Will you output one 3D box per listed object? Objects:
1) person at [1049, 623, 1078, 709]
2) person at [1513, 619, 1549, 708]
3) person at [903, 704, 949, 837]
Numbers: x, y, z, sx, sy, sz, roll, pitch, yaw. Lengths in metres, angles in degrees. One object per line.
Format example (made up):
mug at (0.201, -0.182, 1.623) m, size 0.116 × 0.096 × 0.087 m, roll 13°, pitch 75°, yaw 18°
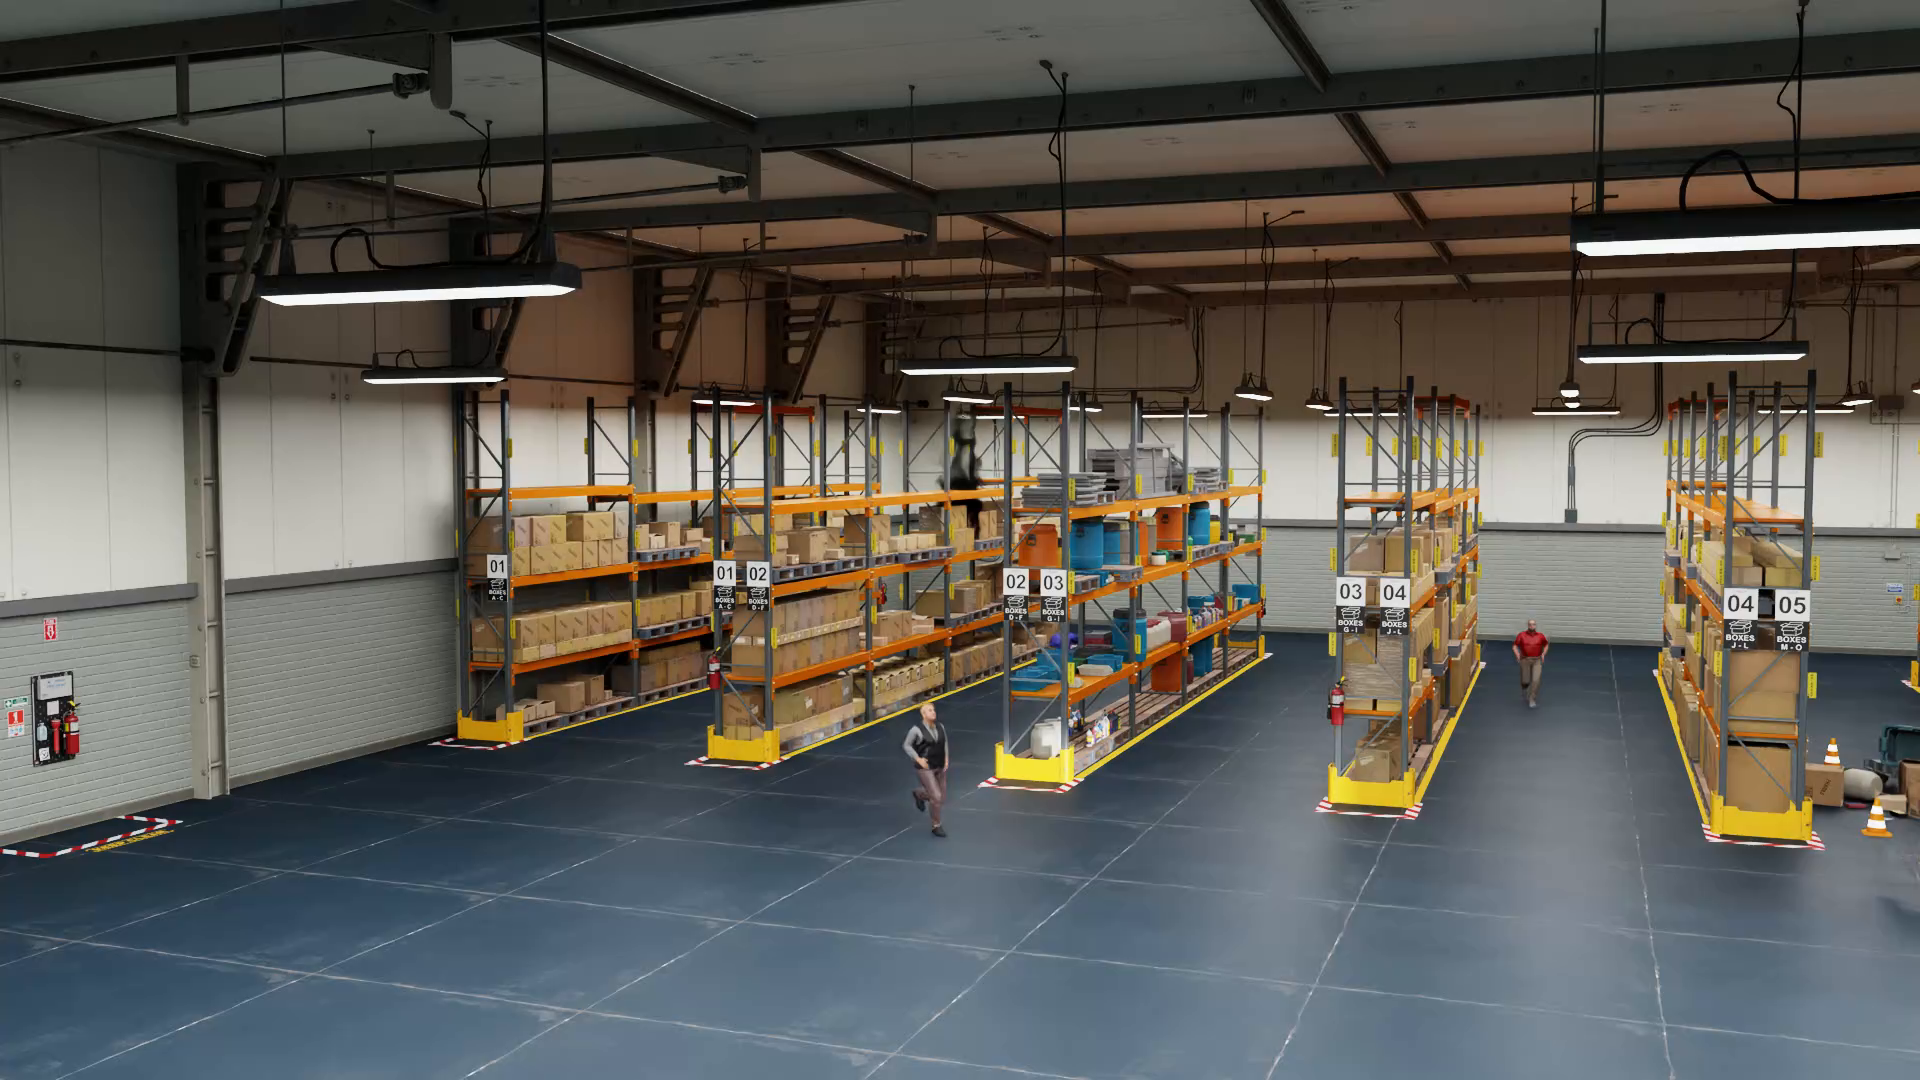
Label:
person at (2.006, 2.385, 32.224) m, size 0.569 × 1.656 × 0.932 m, roll 1°, pitch 3°, yaw 16°
person at (11.117, 2.387, 32.388) m, size 0.655 × 1.684 × 0.679 m, roll 1°, pitch 3°, yaw 13°
person at (-0.420, 2.983, 21.728) m, size 0.665 × 1.686 × 0.794 m, roll -3°, pitch 4°, yaw -40°
